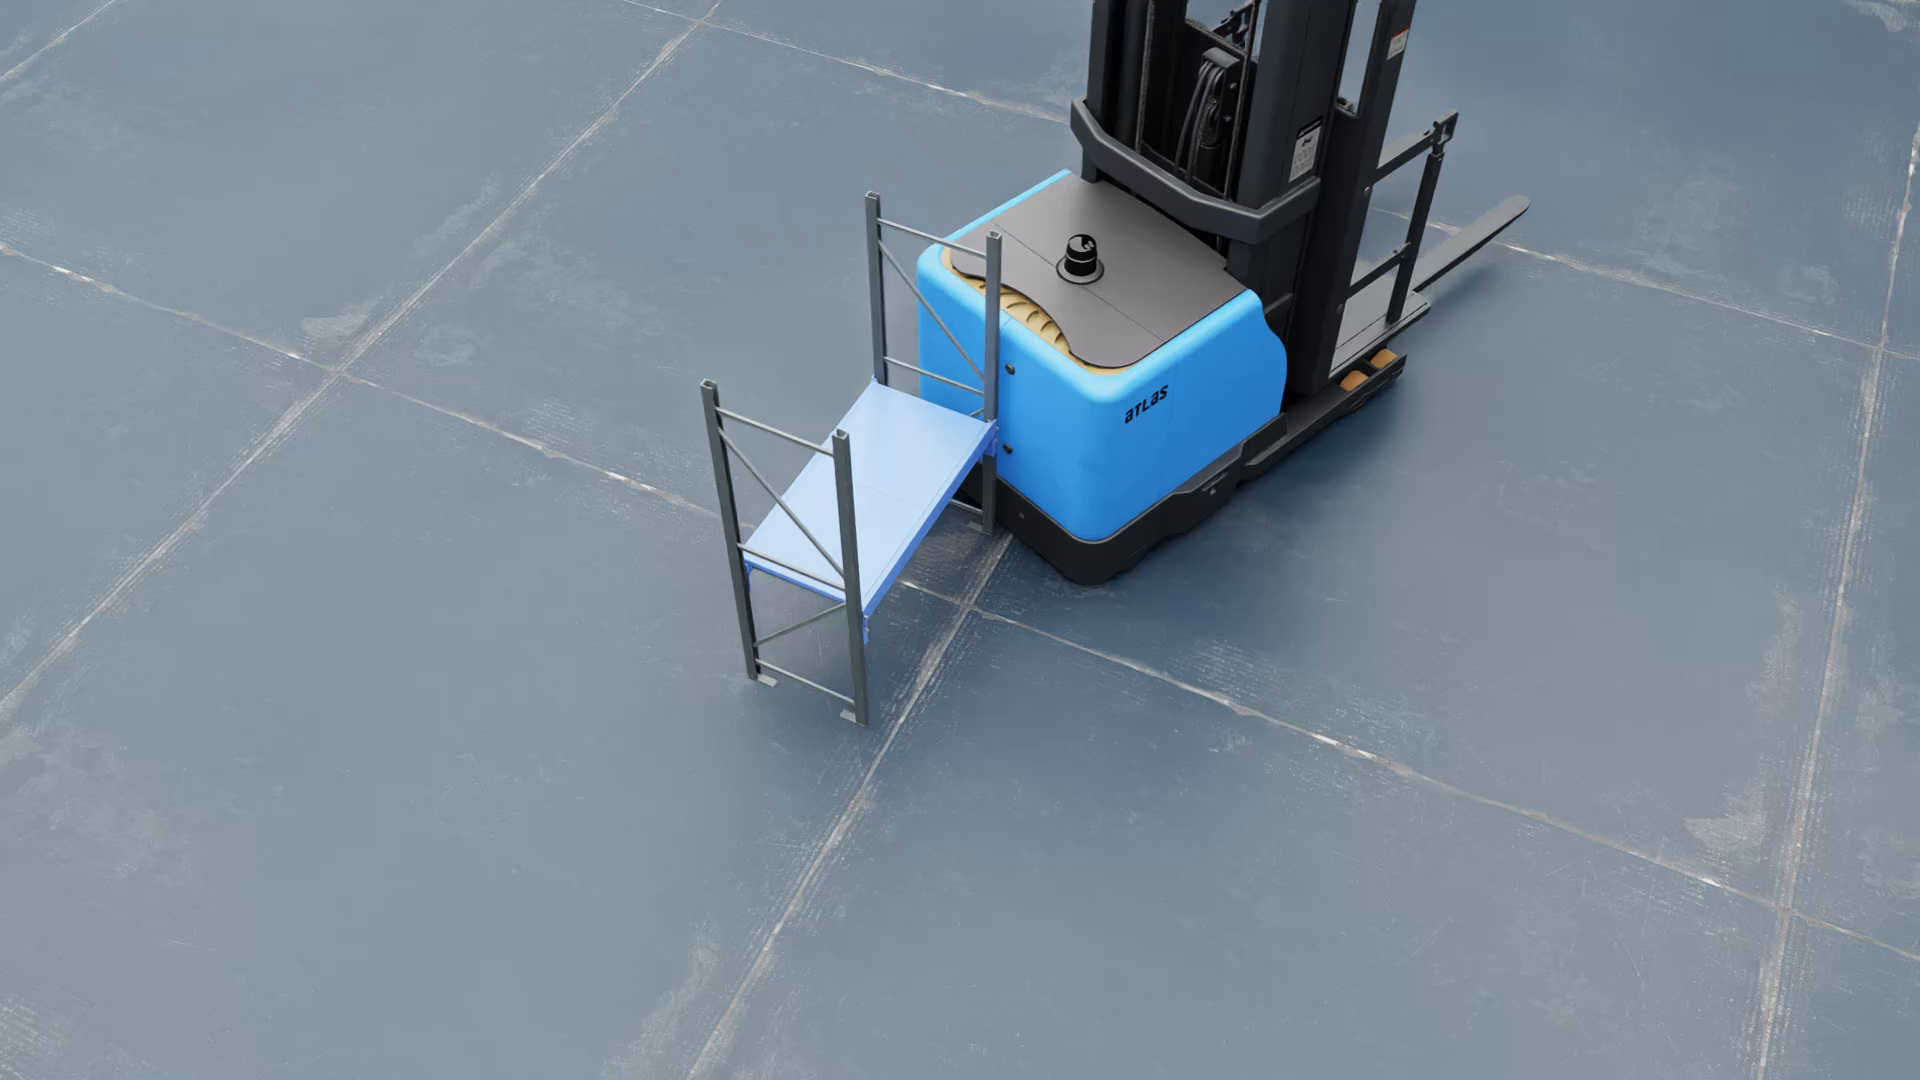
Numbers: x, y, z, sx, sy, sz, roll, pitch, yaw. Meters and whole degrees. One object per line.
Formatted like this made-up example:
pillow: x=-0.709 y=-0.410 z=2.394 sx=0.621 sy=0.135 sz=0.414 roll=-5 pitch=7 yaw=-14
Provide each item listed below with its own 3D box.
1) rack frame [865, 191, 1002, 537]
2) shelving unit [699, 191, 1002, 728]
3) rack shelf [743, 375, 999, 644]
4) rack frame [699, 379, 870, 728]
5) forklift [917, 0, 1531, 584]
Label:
rack frame: x=-0.091 y=-0.594 z=6.086 sx=0.500 sy=1.500 sz=0.032 roll=21 pitch=53 yaw=17
shelving unit: x=-0.322 y=-0.249 z=5.792 sx=0.538 sy=1.500 sz=1.048 roll=21 pitch=53 yaw=17
rack shelf: x=-0.322 y=-0.133 z=5.929 sx=0.538 sy=0.185 sz=1.000 roll=21 pitch=53 yaw=17
rack frame: x=-0.553 y=0.096 z=5.499 sx=0.500 sy=1.500 sz=0.032 roll=21 pitch=53 yaw=17
forklift: x=1.259 y=-1.769 z=6.146 sx=3.031 sy=2.935 sz=1.130 roll=-34 pitch=58 yaw=-26
